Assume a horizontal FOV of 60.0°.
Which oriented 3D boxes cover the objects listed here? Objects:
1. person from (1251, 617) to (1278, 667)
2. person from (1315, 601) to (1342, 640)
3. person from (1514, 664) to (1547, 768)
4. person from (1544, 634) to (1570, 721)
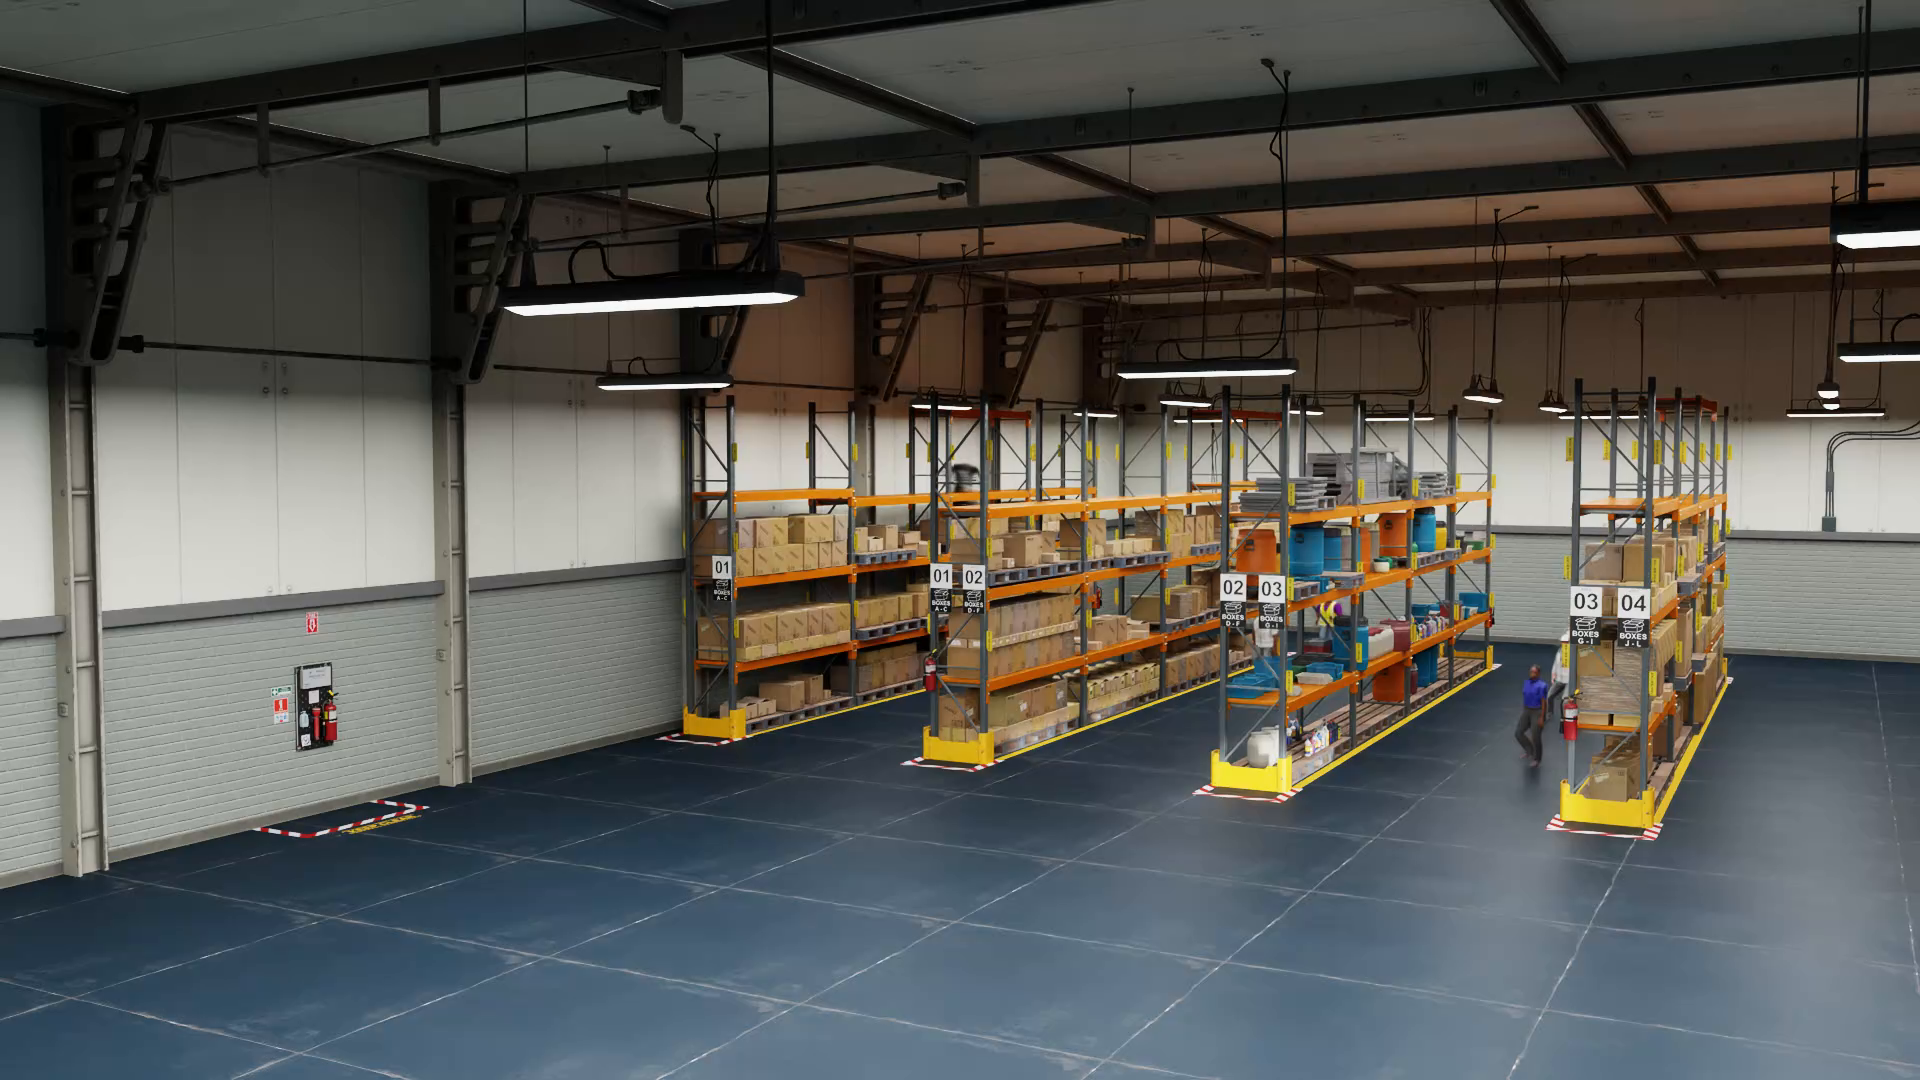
[{"bbox_3d":[6.515,2.265,35.627,0.753,1.712,0.636,3,4,41],"label":"person"},{"bbox_3d":[8.709,2.050,39.366,0.665,1.752,0.688,1,3,23],"label":"person"},{"bbox_3d":[9.119,2.799,26.468,0.432,1.666,0.576,-2,4,-32],"label":"person"},{"bbox_3d":[11.035,2.561,30.489,0.471,1.704,0.962,-2,3,-28],"label":"person"}]
